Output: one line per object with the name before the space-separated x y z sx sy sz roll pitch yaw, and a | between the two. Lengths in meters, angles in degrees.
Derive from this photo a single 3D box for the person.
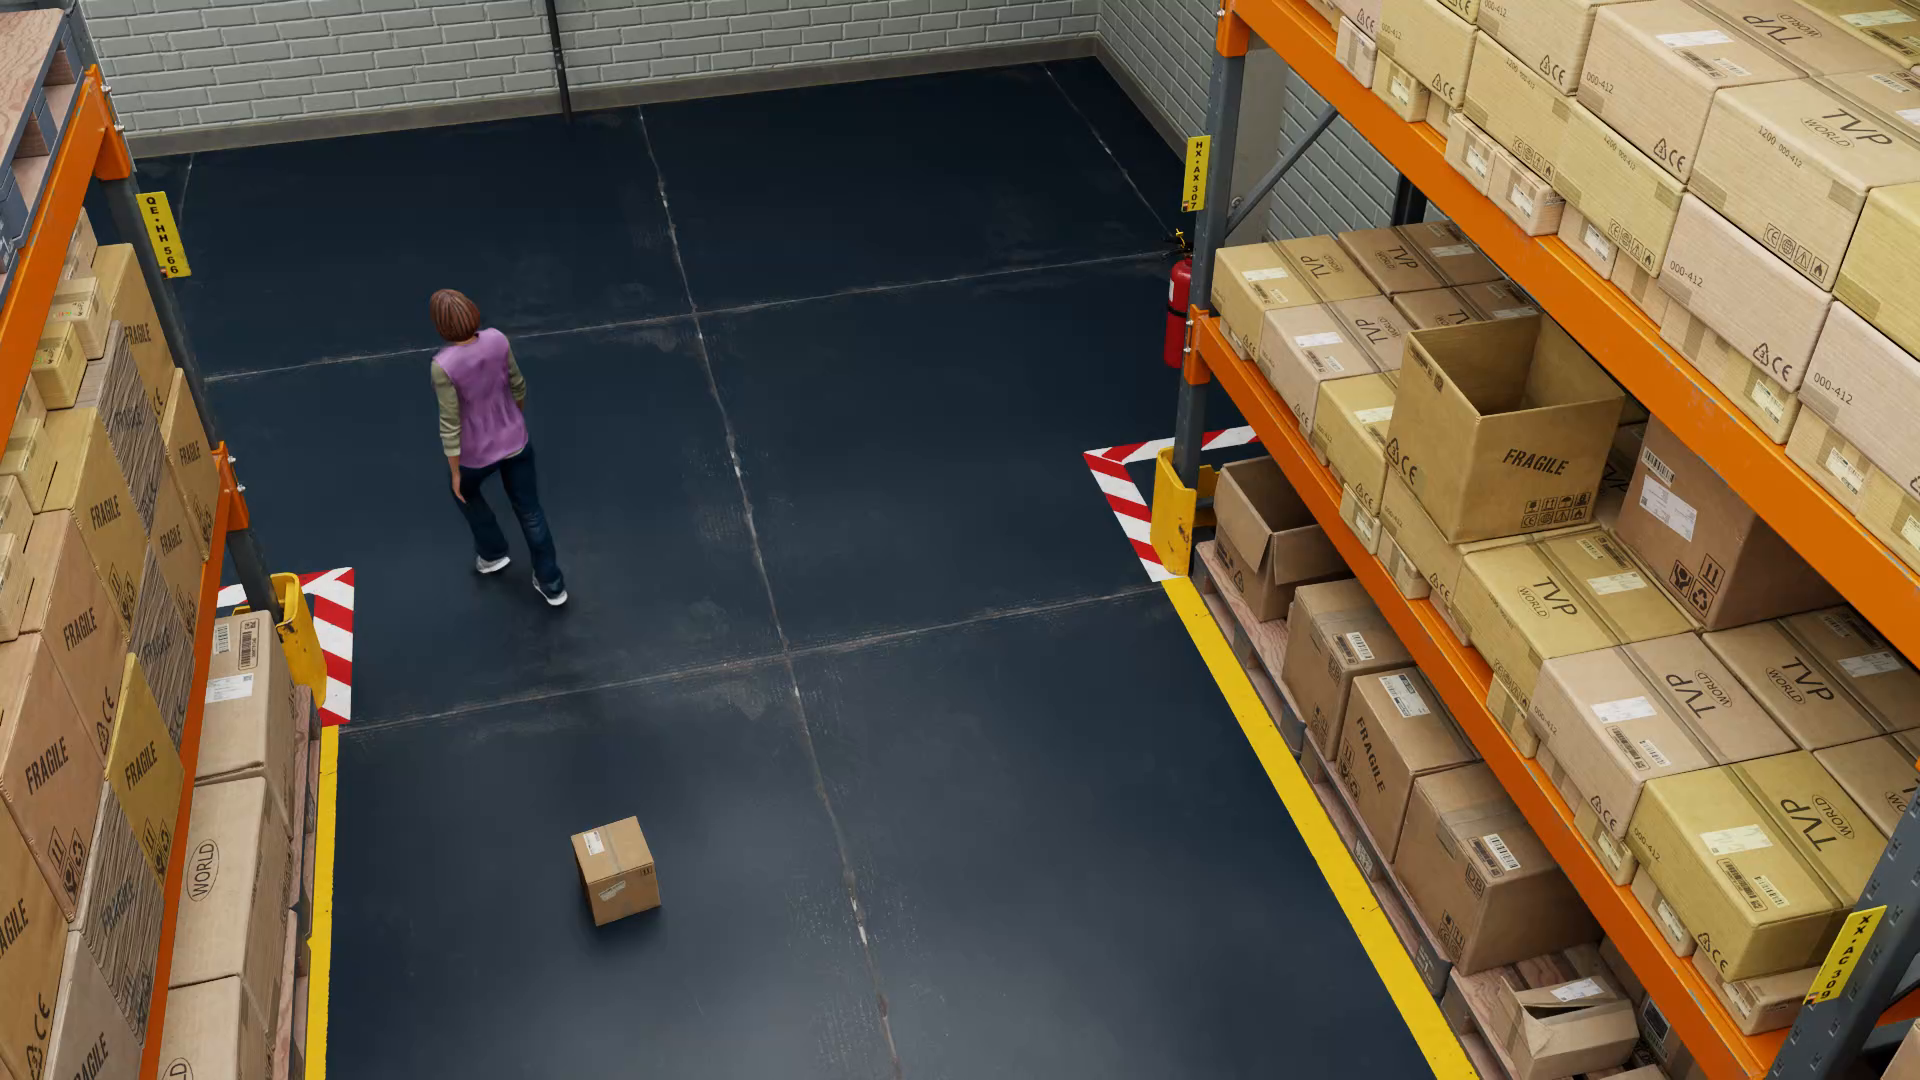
person | -2.052 -0.391 7.228 0.466 1.634 0.630 -29 47 -31
